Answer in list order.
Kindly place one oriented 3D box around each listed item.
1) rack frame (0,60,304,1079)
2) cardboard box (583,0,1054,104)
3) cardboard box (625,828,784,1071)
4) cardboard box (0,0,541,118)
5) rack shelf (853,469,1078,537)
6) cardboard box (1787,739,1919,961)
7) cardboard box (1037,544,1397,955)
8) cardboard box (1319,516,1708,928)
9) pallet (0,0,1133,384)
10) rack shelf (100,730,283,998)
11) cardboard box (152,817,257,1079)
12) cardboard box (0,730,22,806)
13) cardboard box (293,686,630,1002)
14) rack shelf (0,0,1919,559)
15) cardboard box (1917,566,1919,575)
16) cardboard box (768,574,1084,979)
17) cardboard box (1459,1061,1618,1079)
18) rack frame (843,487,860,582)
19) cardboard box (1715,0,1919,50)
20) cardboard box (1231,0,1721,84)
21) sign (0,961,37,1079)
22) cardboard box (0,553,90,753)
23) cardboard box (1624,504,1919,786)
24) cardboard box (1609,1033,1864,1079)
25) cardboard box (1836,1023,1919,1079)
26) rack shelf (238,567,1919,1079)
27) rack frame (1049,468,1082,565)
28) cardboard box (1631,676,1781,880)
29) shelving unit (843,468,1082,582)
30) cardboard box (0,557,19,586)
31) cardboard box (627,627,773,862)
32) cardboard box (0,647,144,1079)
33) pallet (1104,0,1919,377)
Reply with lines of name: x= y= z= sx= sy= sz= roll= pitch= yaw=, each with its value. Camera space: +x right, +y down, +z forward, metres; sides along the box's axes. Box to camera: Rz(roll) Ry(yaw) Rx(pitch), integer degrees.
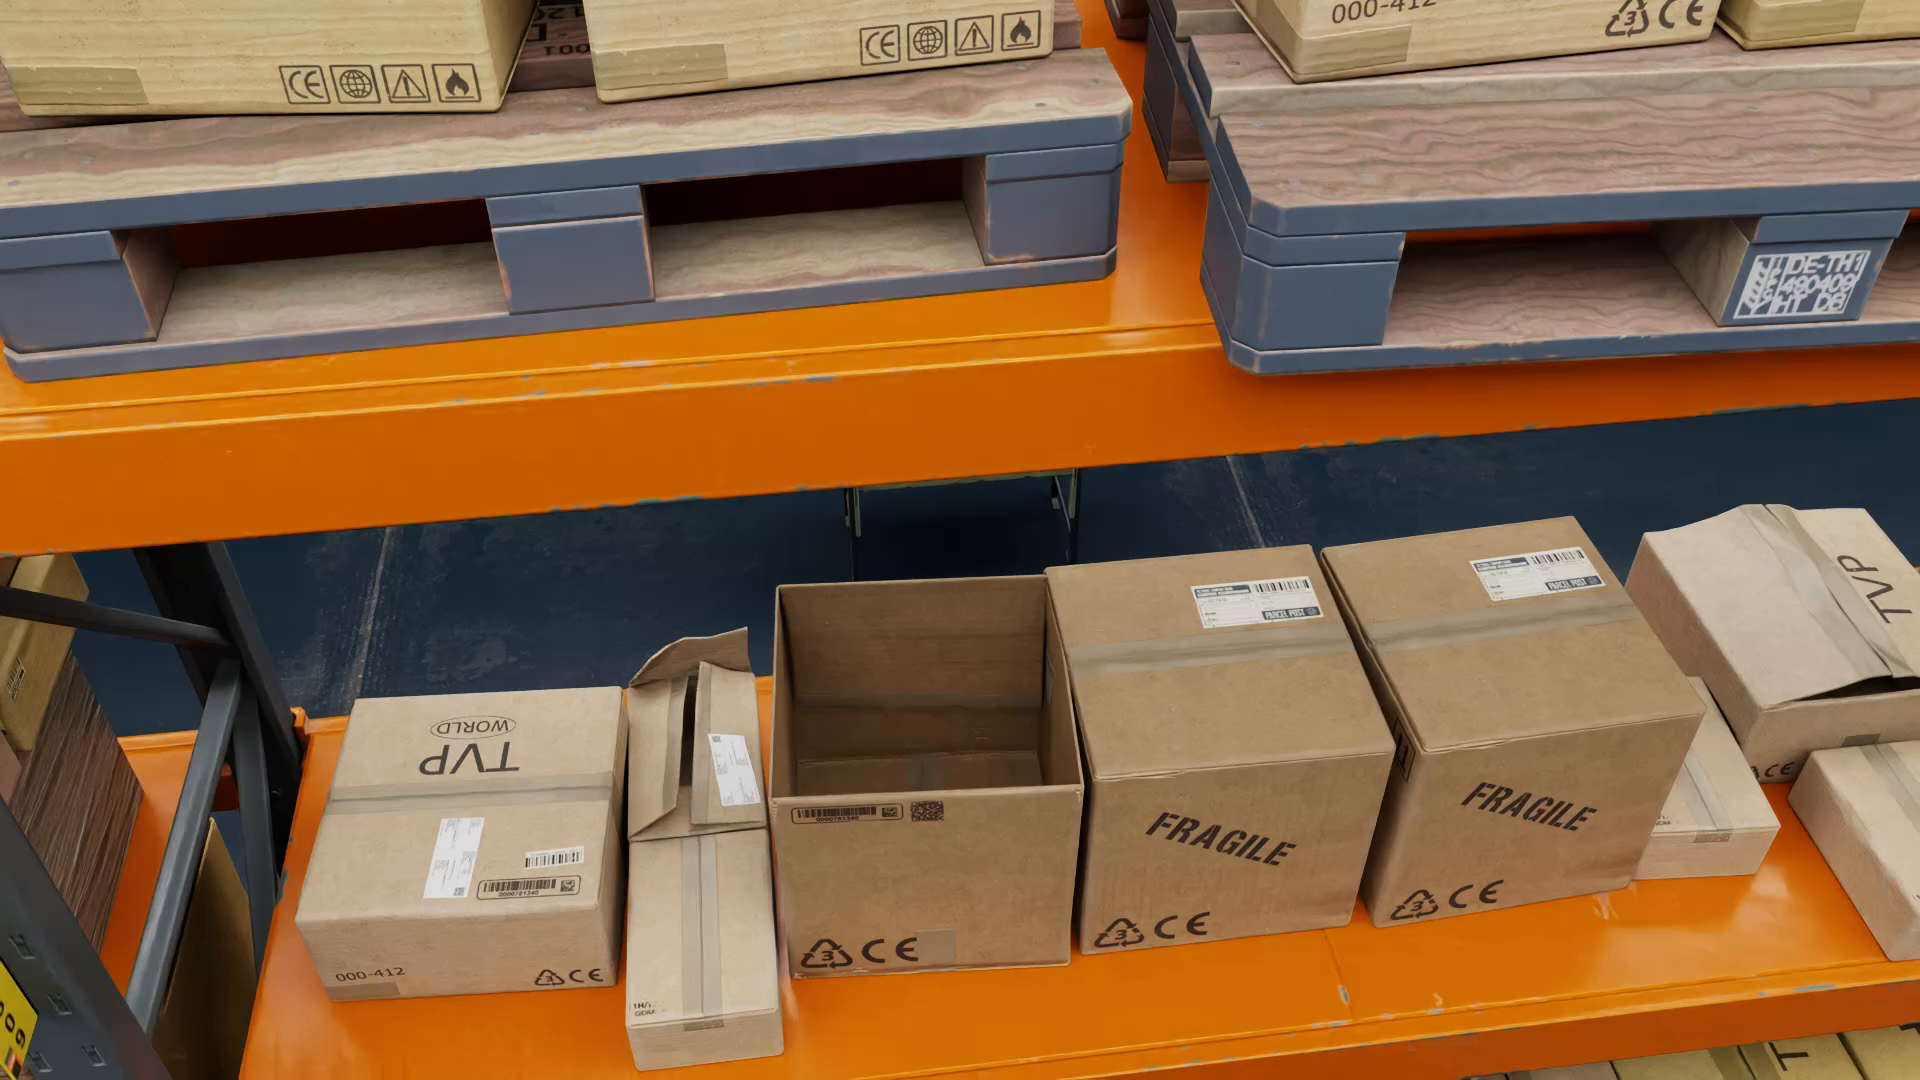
rack frame: x=-1.352 y=0.558 z=2.892 sx=0.127 sy=3.000 sz=1.000 roll=-5 pitch=42 yaw=-6
cardboard box: x=-0.196 y=-0.753 z=1.904 sx=0.500 sy=0.250 sz=0.500 roll=-9 pitch=43 yaw=-10
cardboard box: x=-0.447 y=0.710 z=2.911 sx=0.250 sy=0.149 sz=0.380 roll=-5 pitch=42 yaw=-6
cardboard box: x=-0.740 y=-0.704 z=1.849 sx=0.500 sy=0.250 sz=0.500 roll=-1 pitch=42 yaw=-1
rack shelf: x=-0.007 y=-0.314 z=5.465 sx=0.720 sy=0.370 sz=0.431 roll=-5 pitch=42 yaw=-6
cardboard box: x=1.758 y=0.565 z=3.071 sx=0.250 sy=0.149 sz=0.380 roll=-5 pitch=42 yaw=-6
cardboard box: x=0.431 y=0.375 z=3.020 sx=0.500 sy=0.500 sz=0.500 roll=-5 pitch=42 yaw=-5
cardboard box: x=0.953 y=0.330 z=3.070 sx=0.500 sy=0.500 sz=0.500 roll=-7 pitch=43 yaw=-8
pallet: x=-0.479 y=-0.570 z=2.046 sx=1.217 sy=0.209 sz=0.805 roll=-7 pitch=42 yaw=-7
rack shelf: x=-3.335 y=0.999 z=2.941 sx=4.000 sy=0.370 sz=1.077 roll=-5 pitch=42 yaw=-6
cardboard box: x=-1.852 y=0.977 z=3.607 sx=0.500 sy=0.500 sz=0.500 roll=-5 pitch=42 yaw=-6
cardboard box: x=-1.594 y=0.446 z=2.457 sx=0.250 sy=0.149 sz=0.380 roll=-5 pitch=42 yaw=-6
cardboard box: x=-0.869 y=0.542 z=3.022 sx=0.500 sy=0.250 sz=0.500 roll=-3 pitch=42 yaw=-3
rack shelf: x=0.631 y=-0.463 z=2.321 sx=4.000 sy=0.370 sz=1.077 roll=-5 pitch=42 yaw=-6
cardboard box: x=2.248 y=0.246 z=3.304 sx=0.500 sy=0.311 sz=0.500 roll=-3 pitch=42 yaw=-3
cardboard box: x=-0.066 y=0.419 z=2.971 sx=0.500 sy=0.500 sz=0.500 roll=-2 pitch=42 yaw=-2
cardboard box: x=1.111 y=1.168 z=3.537 sx=0.500 sy=0.311 sz=0.500 roll=-5 pitch=42 yaw=-6
rack frame: x=-0.370 y=-0.525 z=5.212 sx=0.023 sy=1.500 sz=0.400 roll=-5 pitch=42 yaw=-6
cardboard box: x=1.086 y=-0.827 z=1.987 sx=0.500 sy=0.250 sz=0.500 roll=-6 pitch=42 yaw=-6
cardboard box: x=0.552 y=-0.782 z=1.936 sx=0.500 sy=0.250 sz=0.500 roll=-8 pitch=43 yaw=-9
sign: x=-1.279 y=0.575 z=2.167 sx=0.005 sy=0.325 sz=0.100 roll=-5 pitch=42 yaw=-6
cardboard box: x=-1.644 y=0.174 z=2.758 sx=0.250 sy=0.149 sz=0.380 roll=-5 pitch=42 yaw=-6
cardboard box: x=1.702 y=0.192 z=3.364 sx=0.500 sy=0.311 sz=0.500 roll=-5 pitch=42 yaw=-6
cardboard box: x=1.612 y=1.126 z=3.583 sx=0.500 sy=0.311 sz=0.500 roll=-6 pitch=42 yaw=-6
cardboard box: x=2.127 y=1.076 z=3.638 sx=0.500 sy=0.311 sz=0.500 roll=-4 pitch=42 yaw=-4
rack shelf: x=0.631 y=0.651 z=3.326 sx=4.000 sy=0.370 sz=1.077 roll=-5 pitch=42 yaw=-6
rack frame: x=0.356 y=-0.588 z=5.282 sx=0.023 sy=1.500 sz=0.400 roll=-5 pitch=42 yaw=-6
cardboard box: x=1.357 y=0.452 z=3.197 sx=0.250 sy=0.149 sz=0.380 roll=-2 pitch=42 yaw=-2
shelving unit: x=-0.007 y=-0.556 z=5.247 sx=0.755 sy=1.500 sz=0.431 roll=-5 pitch=42 yaw=-6
cardboard box: x=-1.791 y=0.082 z=2.377 sx=0.500 sy=0.500 sz=0.700 roll=-5 pitch=42 yaw=-5
cardboard box: x=-0.504 y=0.409 z=3.157 sx=0.258 sy=0.266 sz=0.396 roll=-6 pitch=42 yaw=-7
cardboard box: x=-1.791 y=0.563 z=2.811 sx=0.500 sy=0.500 sz=0.700 roll=-6 pitch=42 yaw=-7
pallet: x=0.844 y=-0.616 z=2.095 sx=1.213 sy=0.211 sz=1.003 roll=-3 pitch=42 yaw=-4
